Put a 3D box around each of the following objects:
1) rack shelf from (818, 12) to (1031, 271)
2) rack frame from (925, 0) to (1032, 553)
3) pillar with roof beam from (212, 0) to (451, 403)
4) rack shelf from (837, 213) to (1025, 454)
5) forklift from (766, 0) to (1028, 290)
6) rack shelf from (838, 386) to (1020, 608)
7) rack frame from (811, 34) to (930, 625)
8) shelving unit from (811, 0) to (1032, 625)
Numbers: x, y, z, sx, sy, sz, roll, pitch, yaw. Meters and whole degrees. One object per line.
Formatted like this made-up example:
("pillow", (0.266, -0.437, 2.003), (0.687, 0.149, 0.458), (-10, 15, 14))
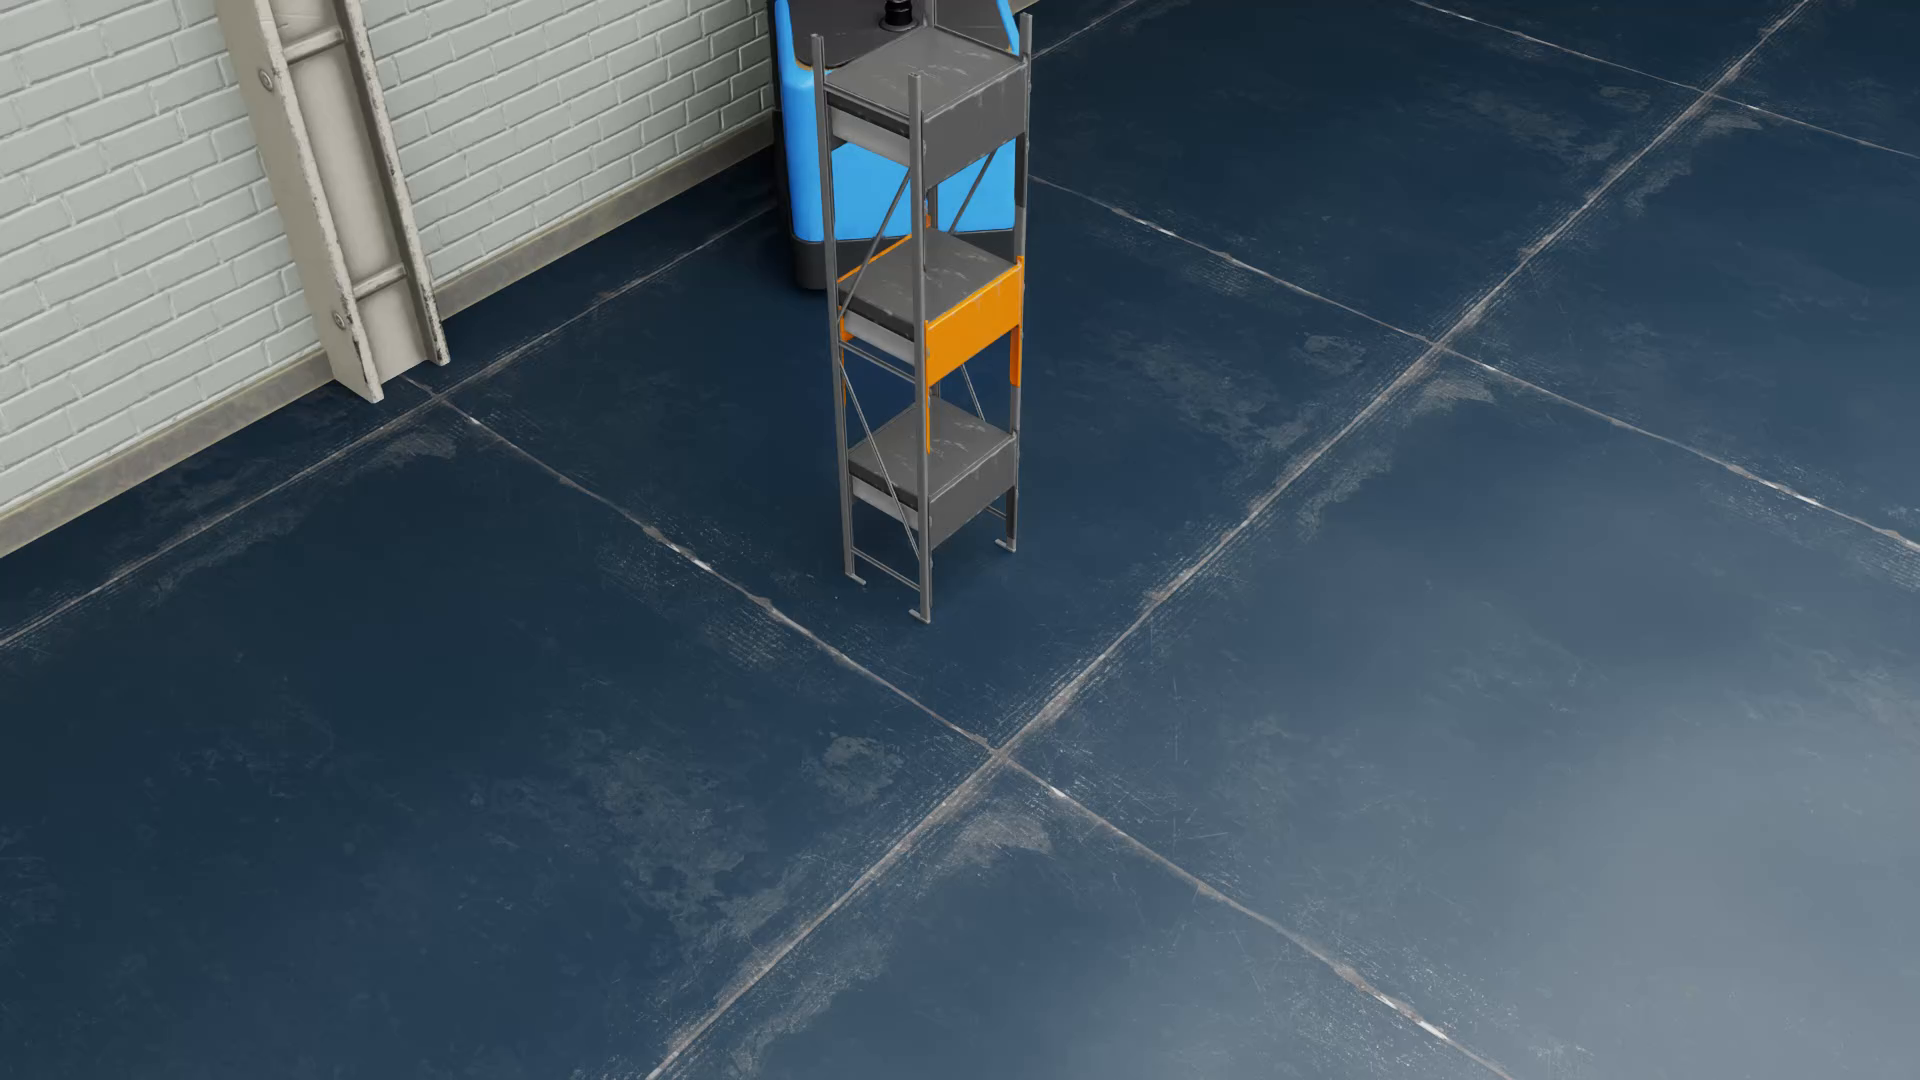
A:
("rack shelf", (-0.107, -1.199, 4.988), (0.431, 0.518, 0.480), (29, 50, 28))
("rack frame", (0.050, -0.817, 5.588), (0.400, 2.100, 0.015), (29, 50, 28))
("pillar with roof beam", (0.882, -2.196, 1.976), (9.100, 9.000, 0.400), (29, 50, 28))
("rack shelf", (-0.107, -0.682, 5.459), (0.431, 0.518, 0.480), (29, 50, 28))
("forklift", (-0.398, -3.185, 7.574), (1.130, 2.935, 3.031), (-5, 43, -5))
("rack shelf", (-0.107, -0.164, 5.930), (0.431, 0.518, 0.480), (29, 50, 28))
("rack frame", (-0.264, -0.566, 5.312), (0.400, 2.100, 0.015), (29, 50, 28))
("shelving unit", (-0.107, -0.692, 5.450), (0.431, 2.100, 0.503), (29, 50, 28))
